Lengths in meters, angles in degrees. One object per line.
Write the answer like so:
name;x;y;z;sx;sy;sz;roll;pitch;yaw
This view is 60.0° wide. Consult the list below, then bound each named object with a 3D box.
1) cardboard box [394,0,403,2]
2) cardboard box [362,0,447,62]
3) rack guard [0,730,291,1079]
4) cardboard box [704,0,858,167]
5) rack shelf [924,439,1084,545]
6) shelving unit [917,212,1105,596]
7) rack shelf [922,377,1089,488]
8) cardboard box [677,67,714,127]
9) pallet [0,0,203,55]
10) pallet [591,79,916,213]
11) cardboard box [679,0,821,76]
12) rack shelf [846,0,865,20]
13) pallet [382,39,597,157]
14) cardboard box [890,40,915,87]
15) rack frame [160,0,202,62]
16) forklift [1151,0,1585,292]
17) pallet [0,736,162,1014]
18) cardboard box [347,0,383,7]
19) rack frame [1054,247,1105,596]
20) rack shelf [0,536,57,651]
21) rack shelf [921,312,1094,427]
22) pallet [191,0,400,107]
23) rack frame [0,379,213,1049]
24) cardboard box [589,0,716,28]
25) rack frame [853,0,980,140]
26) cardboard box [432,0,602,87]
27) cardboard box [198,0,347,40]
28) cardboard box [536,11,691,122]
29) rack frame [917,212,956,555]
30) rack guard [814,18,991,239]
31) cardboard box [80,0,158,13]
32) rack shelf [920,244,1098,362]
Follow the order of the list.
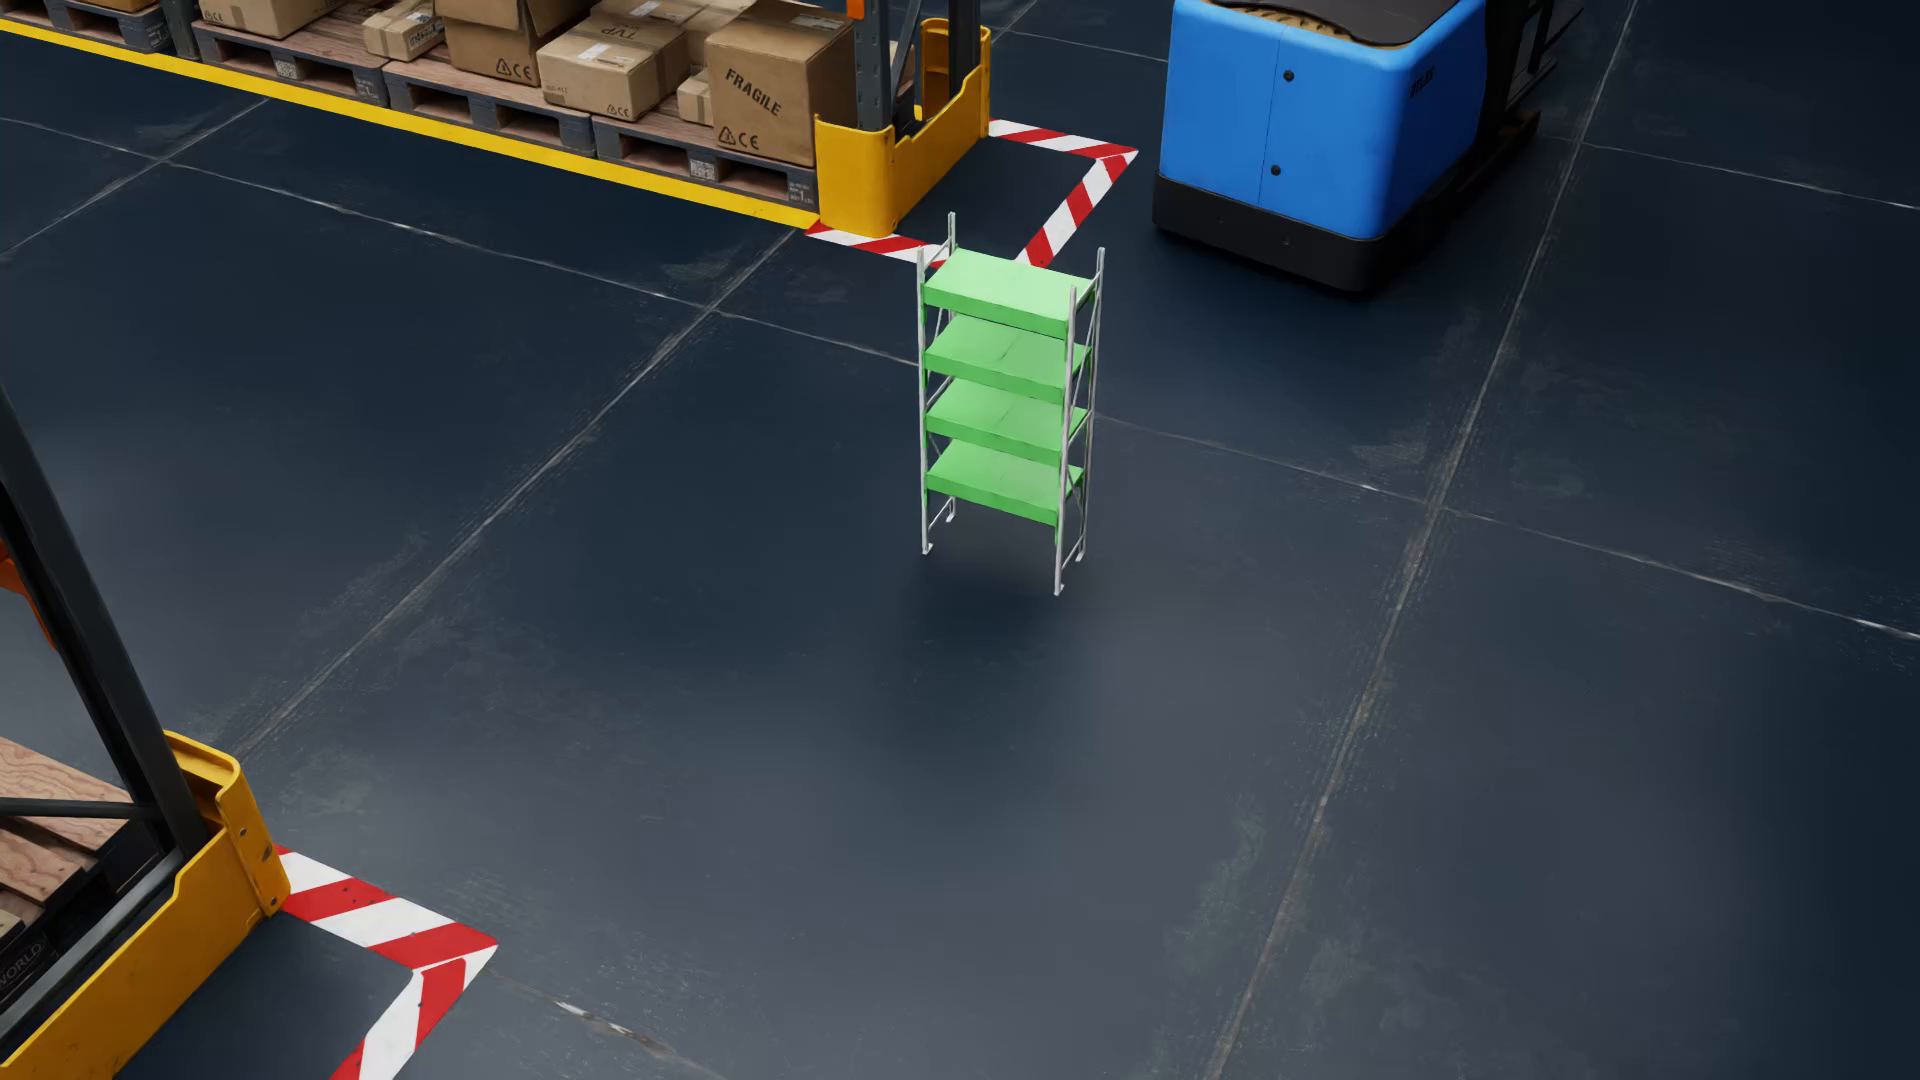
cardboard box;-2.794;-2.949;8.703;0.250;0.149;0.380;17;44;19
cardboard box;-2.718;-2.535;8.212;0.250;0.166;0.380;17;44;19
rack guard;-2.241;1.072;4.131;0.348;0.500;1.175;17;44;19
cardboard box;-0.767;-2.036;7.382;0.500;0.500;0.500;17;44;19
rack shelf;0.150;-0.178;5.503;0.480;0.148;0.258;17;44;19
shelving unit;0.150;-0.408;5.304;0.503;1.200;0.258;17;44;19
rack shelf;0.150;-0.359;5.346;0.480;0.148;0.258;17;44;19
cardboard box;-1.096;-2.076;7.682;0.250;0.166;0.380;17;44;19
pallet;-4.549;-3.067;9.127;1.213;0.211;1.003;17;44;19
pallet;-0.962;-1.998;7.894;1.213;0.211;1.003;17;44;19
cardboard box;-0.996;-2.395;7.986;0.500;0.250;0.500;17;44;19
rack shelf;-1.983;-3.092;7.577;4.000;0.370;1.077;17;44;19
pallet;-2.064;-2.336;8.285;1.213;0.211;1.003;17;44;19
cardboard box;-0.405;-2.219;7.861;0.250;0.149;0.380;17;44;19
rack frame;-3.795;-3.918;7.980;0.127;3.000;1.000;17;44;19
forklift;2.096;-3.049;7.030;1.130;2.935;3.031;25;47;26
pallet;-2.999;0.931;4.515;1.213;0.211;1.003;17;44;19
cardboard box;-3.159;-3.150;8.667;0.500;0.500;0.500;17;44;19
rack frame;0.371;-0.340;5.226;0.015;1.200;0.240;17;44;19
rack shelf;-4.081;-0.153;4.186;4.000;0.370;1.077;17;44;19
rack shelf;0.150;-0.541;5.189;0.480;0.148;0.258;17;44;19
pallet;-3.173;-2.673;8.673;1.213;0.211;1.003;17;44;19
rack frame;-2.268;0.129;3.311;0.127;3.000;1.000;17;44;19
cardboard box;-1.450;-2.533;8.146;0.500;0.250;0.500;17;44;19
rack frame;-0.171;-2.810;6.702;0.127;3.000;1.000;17;44;19
cardboard box;-2.091;-2.624;8.057;0.637;0.503;0.797;17;44;19
cardboard box;-3.506;-2.824;8.434;0.500;0.311;0.500;17;44;19
cardboard box;-1.616;-2.223;7.788;0.500;0.250;0.500;17;44;19
rack frame;-0.071;-0.475;5.382;0.015;1.200;0.240;17;44;19
rack guard;-0.239;-1.887;7.545;0.348;0.500;1.175;17;44;19
cardboard box;-4.364;-3.106;8.616;0.500;0.500;0.500;17;44;18
rack shelf;0.150;-0.722;5.032;0.480;0.148;0.258;17;44;19
